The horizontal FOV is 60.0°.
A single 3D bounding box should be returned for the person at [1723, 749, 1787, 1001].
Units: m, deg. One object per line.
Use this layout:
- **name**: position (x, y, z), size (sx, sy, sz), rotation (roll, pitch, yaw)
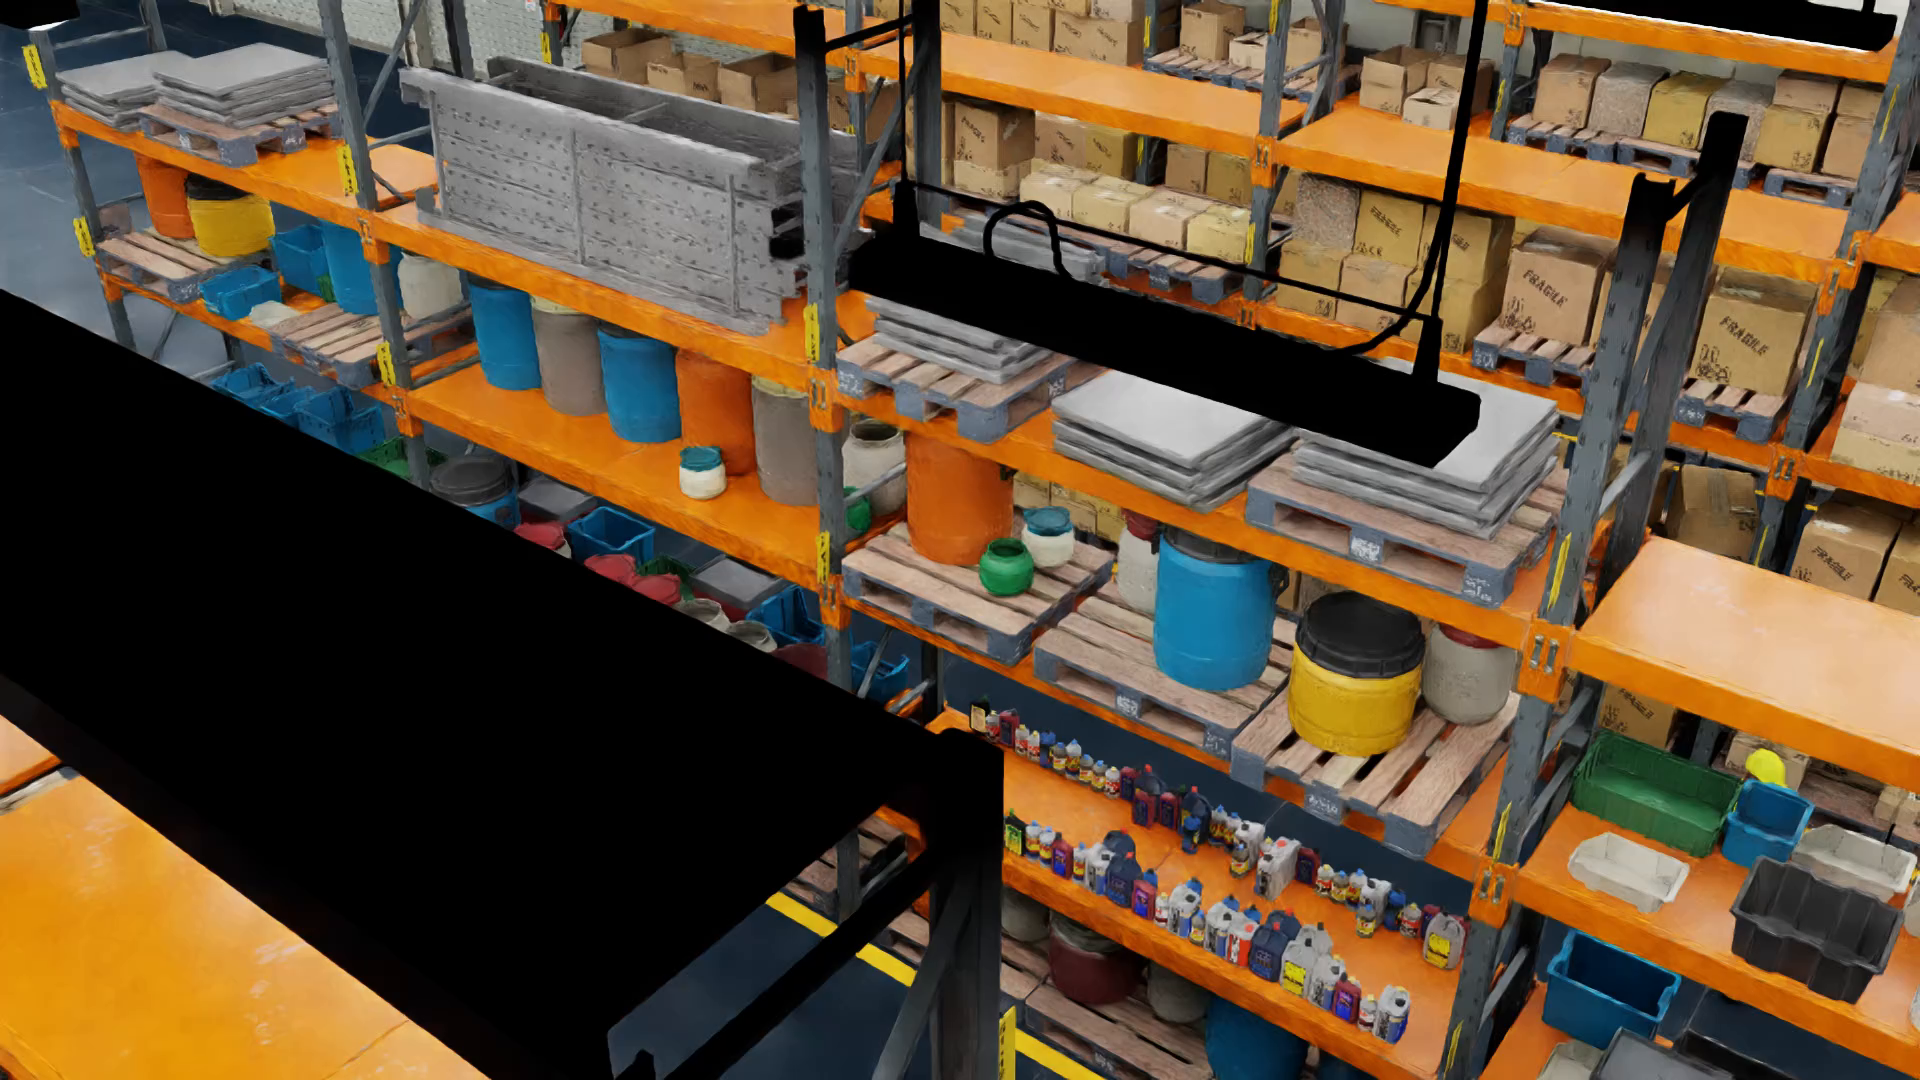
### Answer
- **person**: position (4.763, 2.036, 10.212), size (0.642, 1.766, 0.469), rotation (8, 32, 13)
